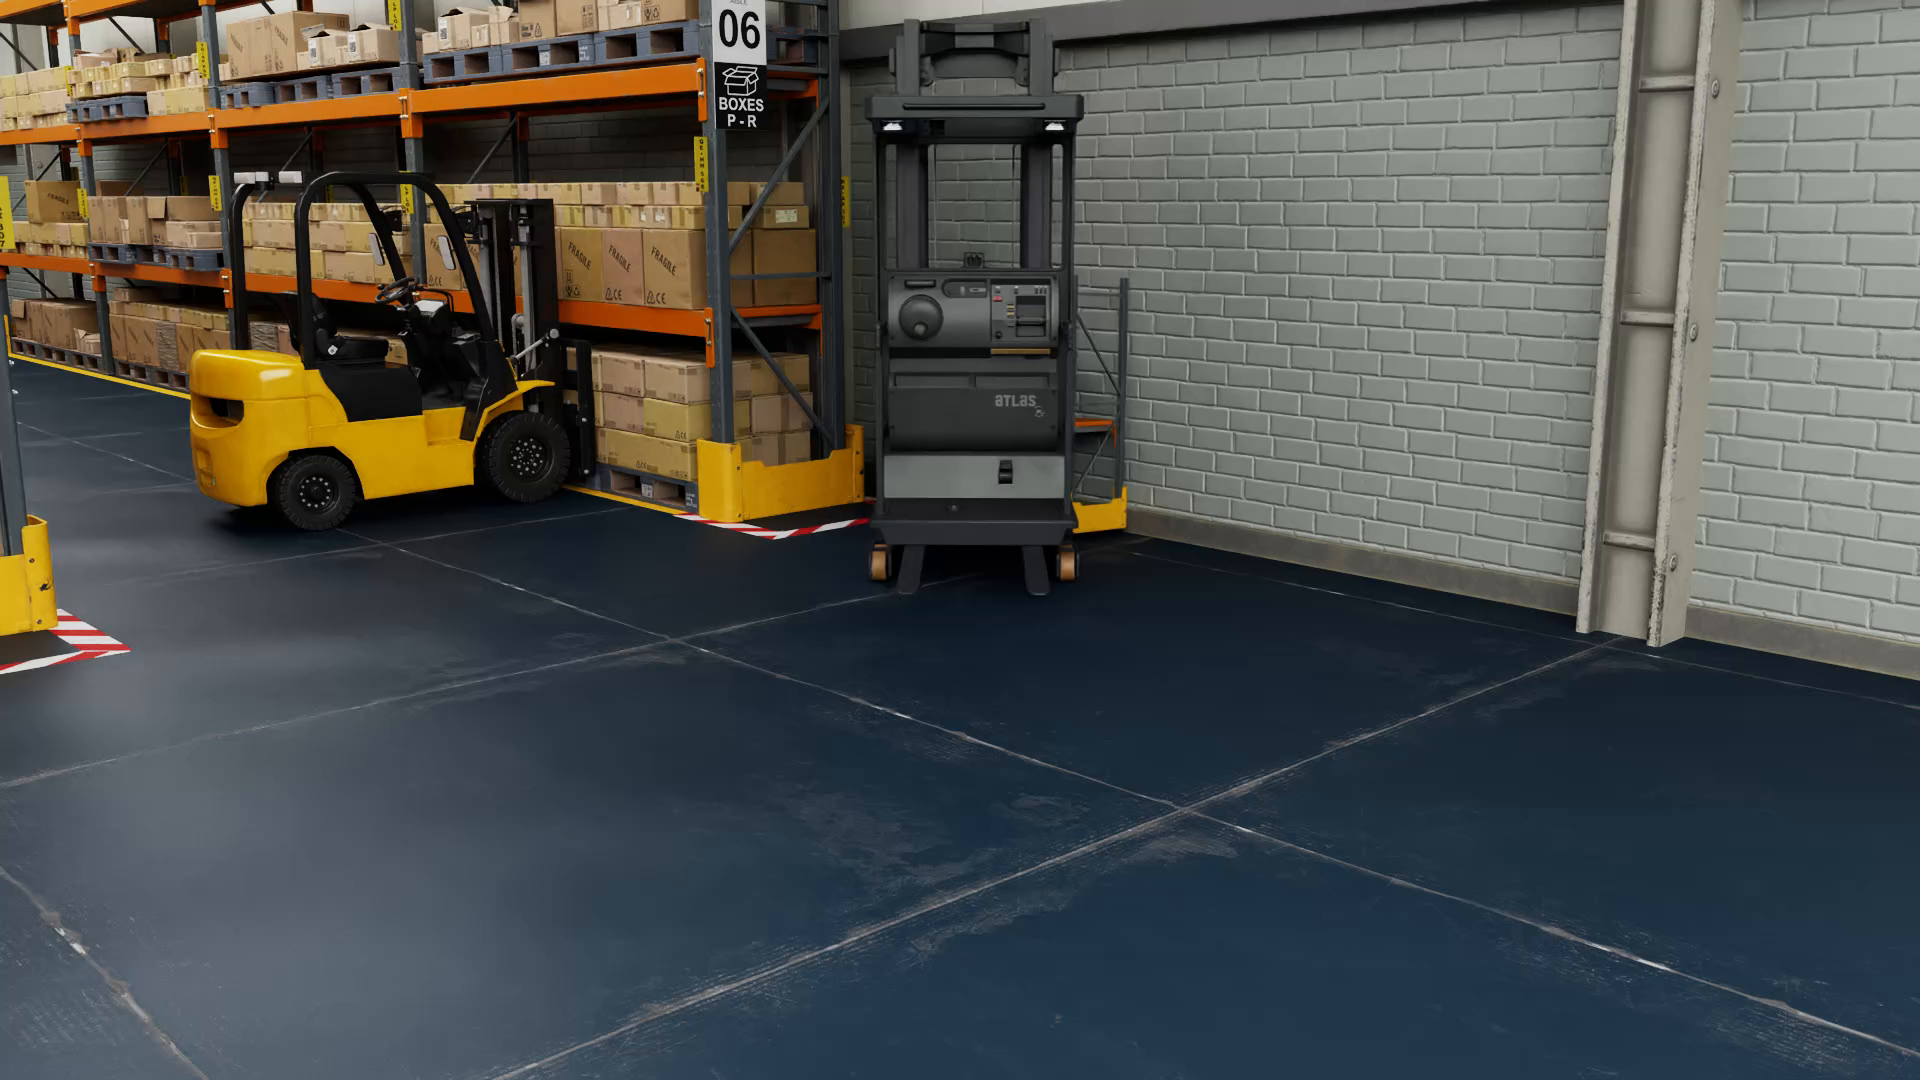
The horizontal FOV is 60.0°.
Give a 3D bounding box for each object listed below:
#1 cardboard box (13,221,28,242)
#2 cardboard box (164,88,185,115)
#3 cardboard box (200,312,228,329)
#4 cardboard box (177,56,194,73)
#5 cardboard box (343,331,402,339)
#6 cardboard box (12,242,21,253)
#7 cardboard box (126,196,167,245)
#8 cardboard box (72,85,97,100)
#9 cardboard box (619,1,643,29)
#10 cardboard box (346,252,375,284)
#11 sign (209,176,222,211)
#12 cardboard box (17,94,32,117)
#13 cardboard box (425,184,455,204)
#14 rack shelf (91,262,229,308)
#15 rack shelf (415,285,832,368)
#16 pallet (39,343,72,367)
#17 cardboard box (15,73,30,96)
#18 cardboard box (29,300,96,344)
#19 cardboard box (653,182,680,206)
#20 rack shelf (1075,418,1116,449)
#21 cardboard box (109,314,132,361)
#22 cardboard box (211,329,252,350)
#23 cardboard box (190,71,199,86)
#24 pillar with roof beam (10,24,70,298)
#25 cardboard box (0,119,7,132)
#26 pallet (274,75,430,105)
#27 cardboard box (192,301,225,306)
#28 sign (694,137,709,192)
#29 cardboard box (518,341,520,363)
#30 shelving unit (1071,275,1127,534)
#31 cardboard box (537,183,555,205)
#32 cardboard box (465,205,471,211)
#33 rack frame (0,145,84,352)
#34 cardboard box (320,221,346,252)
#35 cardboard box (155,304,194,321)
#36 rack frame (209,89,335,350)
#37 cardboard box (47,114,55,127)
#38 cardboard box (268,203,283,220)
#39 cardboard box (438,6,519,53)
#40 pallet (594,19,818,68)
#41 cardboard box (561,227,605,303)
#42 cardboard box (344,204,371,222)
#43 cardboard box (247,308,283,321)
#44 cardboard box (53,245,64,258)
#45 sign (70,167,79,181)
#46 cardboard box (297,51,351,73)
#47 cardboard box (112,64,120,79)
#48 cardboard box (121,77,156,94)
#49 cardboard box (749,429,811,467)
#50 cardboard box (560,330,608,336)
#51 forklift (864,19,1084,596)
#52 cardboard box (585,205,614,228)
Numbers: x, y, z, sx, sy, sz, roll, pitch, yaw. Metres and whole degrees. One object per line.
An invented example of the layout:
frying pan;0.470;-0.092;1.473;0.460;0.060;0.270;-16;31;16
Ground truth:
cardboard box;-11.754;-3.911;21.096;0.500;0.250;0.500;-11;16;-42
cardboard box;-7.574;-4.359;16.571;0.500;0.250;0.500;-11;16;-42
cardboard box;-7.431;-2.220;16.799;0.250;0.149;0.380;11;16;42
cardboard box;-7.473;-4.679;16.401;0.250;0.149;0.380;11;16;43
cardboard box;-4.833;-1.496;14.585;0.875;0.625;0.625;-11;16;-43
cardboard box;-11.983;-3.776;21.429;0.380;0.149;0.250;-10;16;-41
cardboard box;-8.387;-3.395;17.668;0.700;0.500;0.500;-11;16;-43
cardboard box;-9.540;-4.934;18.327;0.380;0.149;0.250;-11;16;-42
cardboard box;-1.963;-3.360;10.689;0.250;0.149;0.380;11;16;44
cardboard box;-4.822;-2.301;14.018;0.500;0.250;0.500;-11;16;-43
sign;-7.082;-3.300;15.821;0.100;0.325;0.005;-11;16;-43
cardboard box;-11.028;-5.235;20.086;0.500;0.250;0.500;-11;16;-43
cardboard box;-3.928;-2.689;12.939;0.380;0.149;0.250;-10;16;-41
rack shelf;-8.077;-2.788;17.793;1.077;0.370;4.000;-11;16;-43
rack shelf;-2.553;-1.621;12.126;1.077;0.370;4.000;-11;16;-43
pallet;-10.779;-2.345;20.771;1.003;0.211;1.213;-11;16;-43
cardboard box;-11.042;-5.481;20.045;0.500;0.250;0.500;-10;16;-41
cardboard box;-11.305;-2.765;21.052;0.700;0.500;0.500;-10;15;-40
cardboard box;-1.764;-2.248;10.796;0.380;0.149;0.250;-11;16;-42
rack shelf;0.446;-0.670;10.214;0.538;0.185;1.000;-6;10;-45
cardboard box;-9.287;-2.312;18.853;0.500;0.500;0.500;-10;15;-40
cardboard box;-7.144;-1.862;16.668;0.500;0.500;0.500;-10;15;-41
cardboard box;-7.280;-4.498;16.261;0.250;0.149;0.380;11;16;44
pillar with roof beam;-16.545;-6.874;20.974;9.100;9.000;0.400;-11;16;-43
cardboard box;-11.706;-5.158;20.703;0.380;0.149;0.250;-10;16;-41
pallet;-5.388;-3.976;14.810;1.003;0.211;1.213;-10;15;-40
cardboard box;-8.289;-2.565;18.472;0.380;0.149;0.250;-10;16;-41
sign;-1.574;-2.291;10.139;0.100;0.325;0.005;-11;16;-43
cardboard box;-3.129;-1.352;12.336;0.500;0.250;0.500;-10;15;-41
shelving unit;0.442;-0.850;10.198;0.587;1.500;1.083;-6;10;-45
cardboard box;-2.796;-2.478;11.915;0.380;0.149;0.250;-11;16;-42
cardboard box;-3.524;-2.477;12.643;0.380;0.149;0.250;-11;16;-43
rack frame;-12.221;-4.016;21.971;1.000;3.000;0.127;-11;16;-43
cardboard box;-5.167;-2.622;14.336;0.500;0.250;0.500;-10;16;-41
cardboard box;-8.456;-2.460;17.965;0.380;0.149;0.250;-10;15;-41
rack frame;-6.696;-2.849;16.304;1.000;3.000;0.127;-11;16;-43
cardboard box;-10.433;-4.903;19.464;0.380;0.149;0.250;-11;16;-43
cardboard box;-6.118;-3.019;15.274;0.380;0.149;0.250;-11;16;-42
cardboard box;-3.536;-3.790;12.370;0.500;0.311;0.500;-10;16;-41
pallet;-1.641;-3.214;10.862;1.003;0.211;1.213;-11;16;-43
cardboard box;-2.407;-1.917;11.535;0.500;0.500;0.500;-11;16;-44
cardboard box;-4.930;-2.748;13.963;0.250;0.149;0.380;11;16;43
cardboard box;-7.225;-2.335;17.357;0.380;0.149;0.250;-11;16;-42
cardboard box;-10.612;-3.466;19.922;0.380;0.149;0.250;-11;16;-43
sign;-11.806;-4.812;22.184;0.100;0.325;0.005;-11;16;-43
cardboard box;-5.446;-4.096;14.261;0.380;0.149;0.250;-11;16;-43
cardboard box;-8.630;-4.896;17.403;0.380;0.149;0.250;-11;16;-42
cardboard box;-8.460;-4.713;17.256;0.380;0.149;0.250;-10;16;-41
cardboard box;-1.369;-0.639;11.352;0.500;0.250;0.500;-11;16;-42
cardboard box;-3.093;-1.497;13.038;0.500;0.250;0.500;-11;16;-43
forklift;0.074;-1.276;8.839;1.130;2.935;3.031;0;12;1
cardboard box;-2.328;-2.209;11.344;0.250;0.149;0.380;11;16;43
